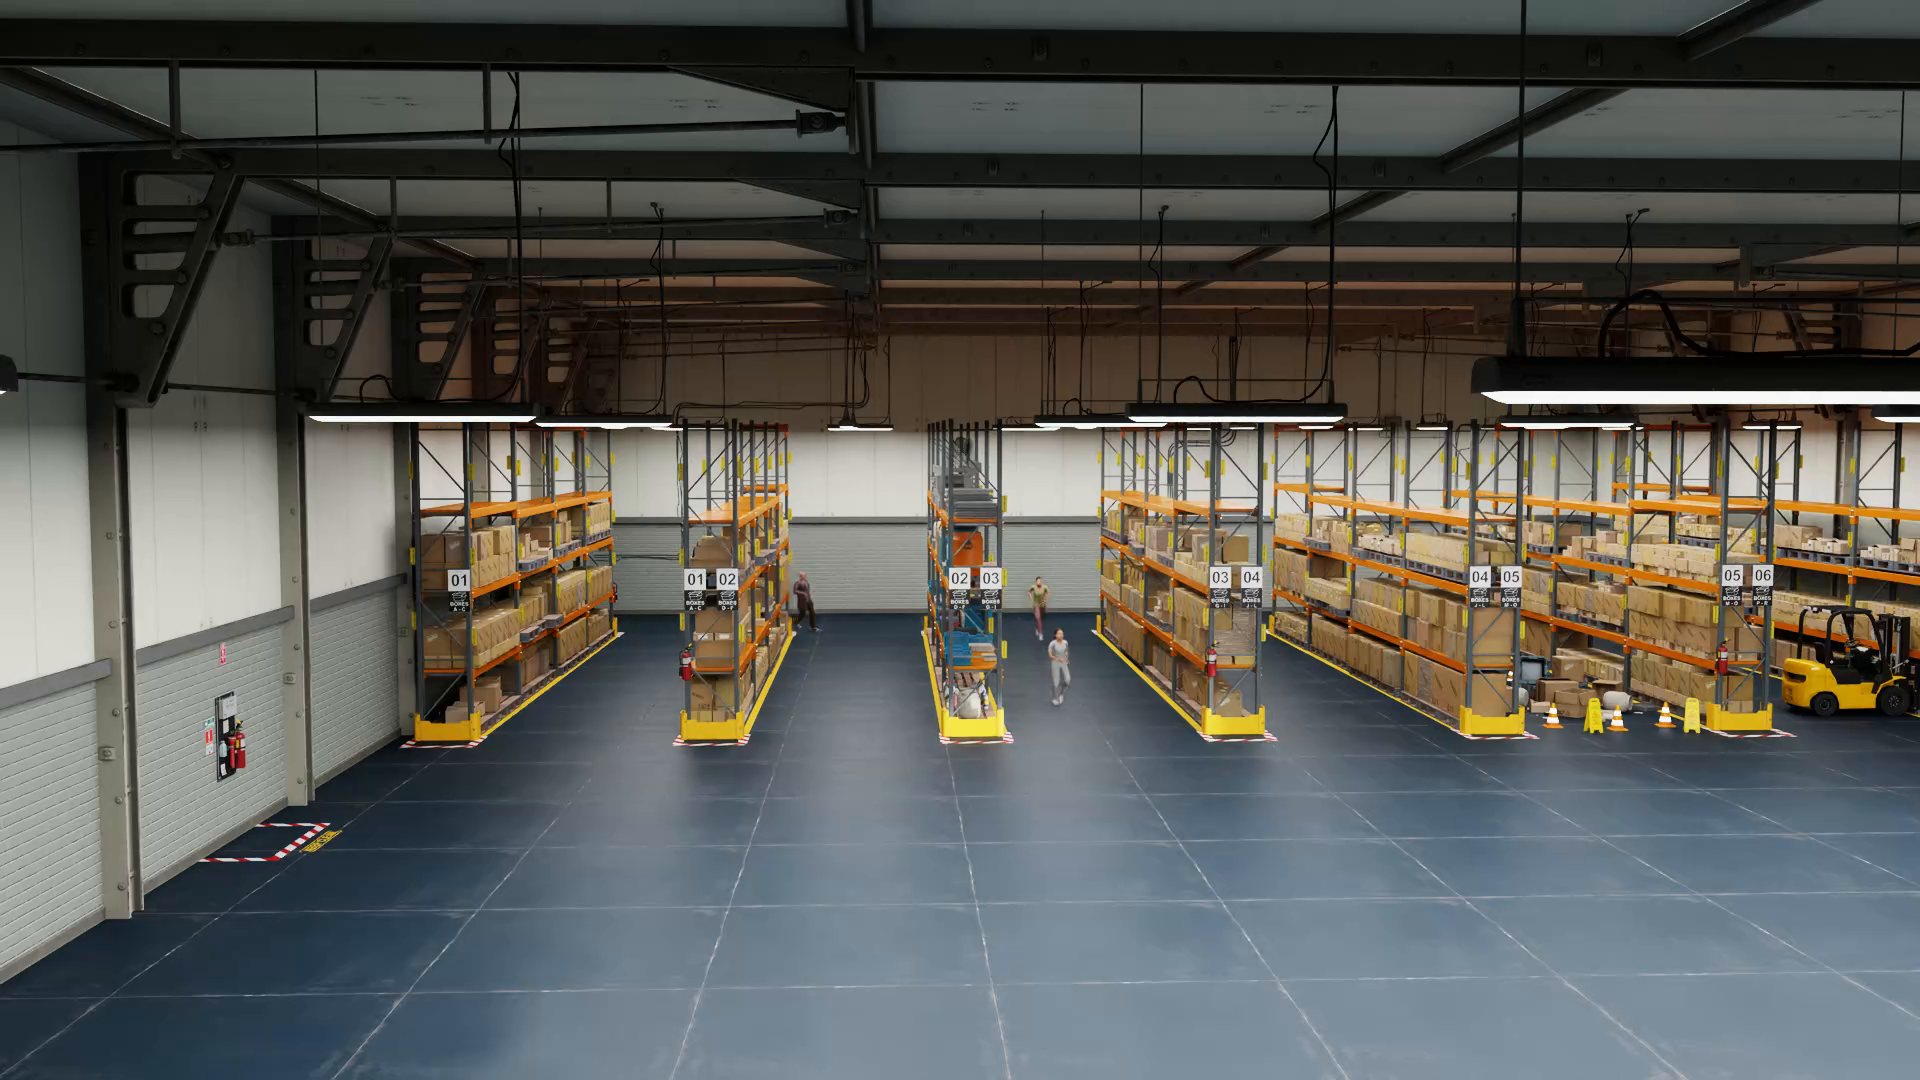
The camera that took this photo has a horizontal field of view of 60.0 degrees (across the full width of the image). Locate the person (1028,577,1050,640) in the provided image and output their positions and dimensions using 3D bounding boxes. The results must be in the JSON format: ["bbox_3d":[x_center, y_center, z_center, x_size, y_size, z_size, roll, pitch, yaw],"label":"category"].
[{"bbox_3d":[2.131,1.803,44.665,0.582,1.671,1.023,0,4,-5],"label":"person"}]

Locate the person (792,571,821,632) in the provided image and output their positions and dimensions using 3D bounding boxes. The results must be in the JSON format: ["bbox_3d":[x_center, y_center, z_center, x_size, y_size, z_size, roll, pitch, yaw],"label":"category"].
[{"bbox_3d":[-4.566,1.785,47.989,0.997,1.778,0.730,3,4,34],"label":"person"}]

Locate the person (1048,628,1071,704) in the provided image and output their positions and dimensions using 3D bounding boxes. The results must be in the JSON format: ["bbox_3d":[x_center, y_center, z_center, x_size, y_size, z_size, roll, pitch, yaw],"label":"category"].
[{"bbox_3d":[2.105,2.659,34.953,0.537,1.627,0.693,-1,4,-20],"label":"person"}]

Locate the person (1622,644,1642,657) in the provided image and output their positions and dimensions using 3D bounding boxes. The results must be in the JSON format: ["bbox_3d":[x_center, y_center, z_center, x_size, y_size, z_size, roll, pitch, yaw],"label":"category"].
[{"bbox_3d":[16.371,2.243,40.441,0.681,1.807,0.985,-1,4,-8],"label":"person"}]
